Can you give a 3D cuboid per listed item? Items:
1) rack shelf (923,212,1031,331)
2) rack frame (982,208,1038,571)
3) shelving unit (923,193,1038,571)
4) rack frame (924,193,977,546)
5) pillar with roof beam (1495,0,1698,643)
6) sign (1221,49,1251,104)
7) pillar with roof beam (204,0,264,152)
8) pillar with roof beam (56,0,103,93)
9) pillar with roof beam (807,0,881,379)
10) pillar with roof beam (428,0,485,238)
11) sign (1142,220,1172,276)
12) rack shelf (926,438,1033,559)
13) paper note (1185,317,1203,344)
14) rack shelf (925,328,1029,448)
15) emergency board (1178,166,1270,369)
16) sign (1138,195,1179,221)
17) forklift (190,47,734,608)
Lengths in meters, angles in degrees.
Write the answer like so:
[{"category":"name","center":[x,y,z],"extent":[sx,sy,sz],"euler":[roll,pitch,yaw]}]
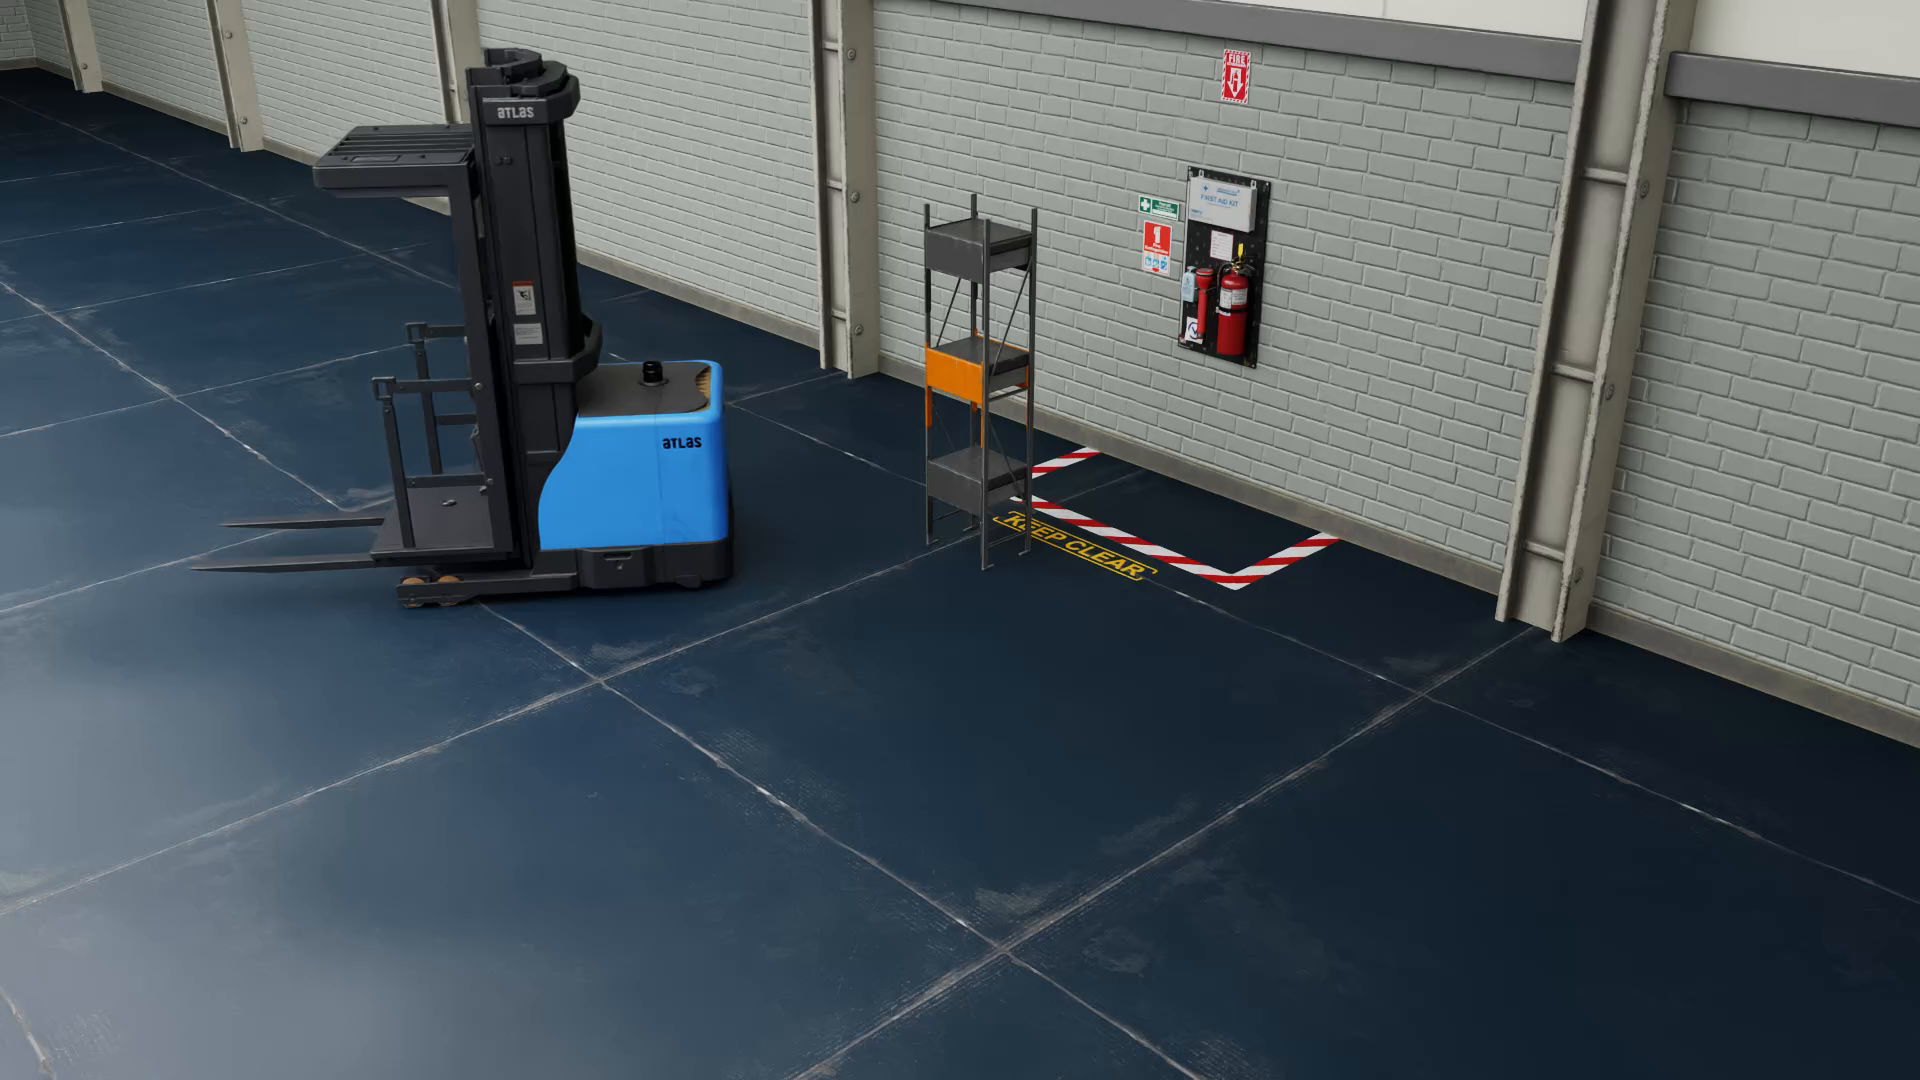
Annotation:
[{"category":"rack shelf","center":[0.113,-1.530,9.419],"extent":[0.431,0.518,0.480],"euler":[-21,32,-38]},{"category":"rack frame","center":[0.280,-0.831,9.542],"extent":[0.400,2.100,0.015],"euler":[-21,32,-38]},{"category":"shelving unit","center":[0.113,-0.905,9.704],"extent":[0.431,2.100,0.503],"euler":[-21,32,-38]},{"category":"rack frame","center":[-0.054,-0.979,9.866],"extent":[0.400,2.100,0.015],"euler":[-21,32,-38]},{"category":"pillar with roof beam","center":[0.089,-2.417,4.705],"extent":[9.100,9.000,0.400],"euler":[-21,32,-38]},{"category":"sign","center":[1.638,-2.753,9.879],"extent":[0.001,0.298,0.199],"euler":[-21,32,-38]},{"category":"pillar with roof beam","center":[-12.213,-7.870,16.659],"extent":[9.100,9.000,0.400],"euler":[-21,32,-38]},{"category":"pillar with roof beam","center":[-16.314,-9.688,20.644],"extent":[9.100,9.000,0.400],"euler":[-21,32,-38]},{"category":"pillar with roof beam","center":[-4.012,-4.234,8.690],"extent":[9.100,9.000,0.400],"euler":[-21,32,-38]},{"category":"pillar with roof beam","center":[-8.113,-6.052,12.675],"extent":[9.100,9.000,0.400],"euler":[-21,32,-38]},{"category":"sign","center":[1.268,-1.881,10.716],"extent":[0.001,0.329,0.234],"euler":[-21,32,-38]},{"category":"rack shelf","center":[0.113,-0.256,10.000],"extent":[0.431,0.518,0.480],"euler":[-21,32,-38]},{"category":"paper note","center":[1.500,-1.340,10.636],"extent":[0.016,0.148,0.142],"euler":[-21,32,-38]},{"category":"rack shelf","center":[0.113,-0.893,9.710],"extent":[0.431,0.518,0.480],"euler":[-21,32,-38]},{"category":"emergency board","center":[1.571,-1.668,10.292],"extent":[0.194,1.169,0.643],"euler":[-21,32,-38]},{"category":"sign","center":[1.265,-2.118,10.598],"extent":[0.001,0.109,0.331],"euler":[-21,32,-38]},{"category":"forklift","center":[-2.874,-1.183,9.311],"extent":[3.031,2.935,1.130],"euler":[-3,25,-6]}]
